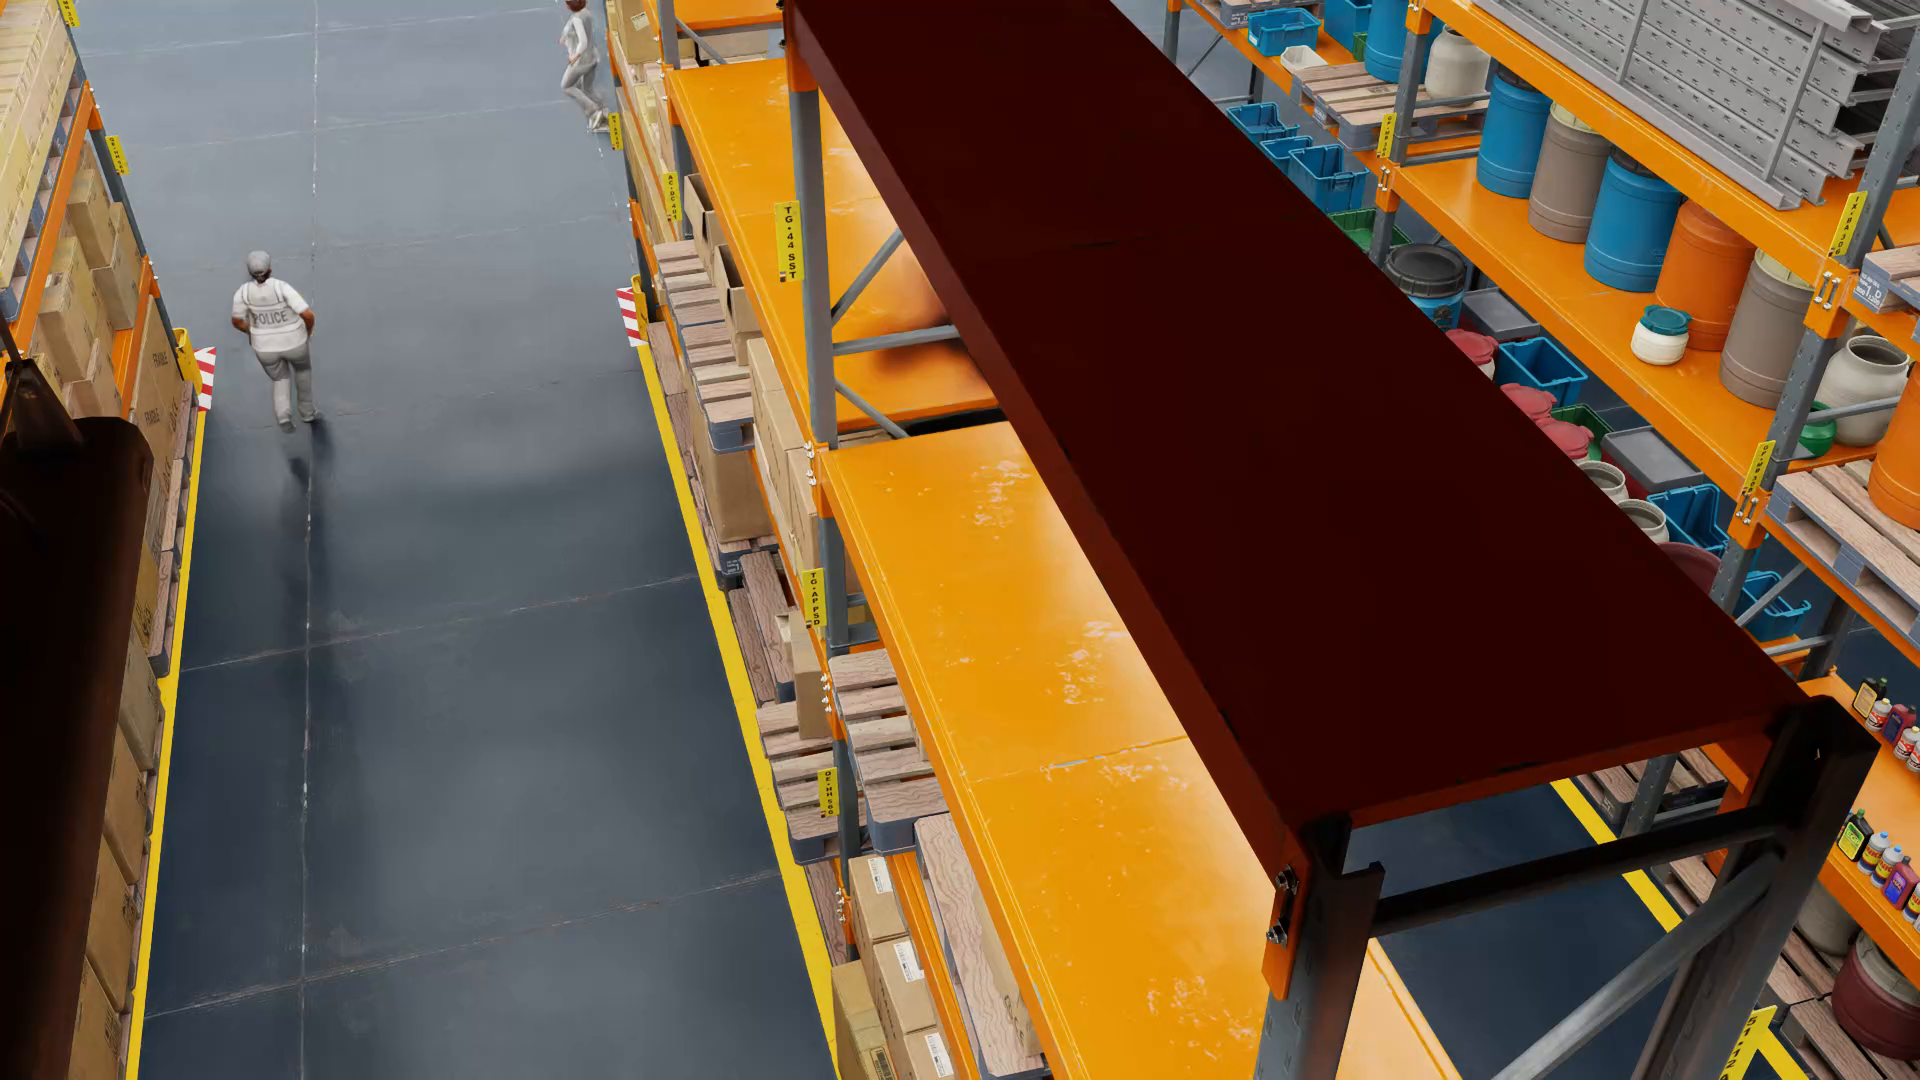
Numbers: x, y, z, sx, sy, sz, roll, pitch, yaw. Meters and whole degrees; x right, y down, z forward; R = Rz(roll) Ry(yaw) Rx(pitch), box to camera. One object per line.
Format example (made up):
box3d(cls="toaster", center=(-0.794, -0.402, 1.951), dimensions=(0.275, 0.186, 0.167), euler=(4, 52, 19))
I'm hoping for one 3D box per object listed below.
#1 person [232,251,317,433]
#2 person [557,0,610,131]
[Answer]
box3d(cls="person", center=(-5.515, -1.571, 13.523), dimensions=(0.630, 1.652, 0.729), euler=(-9, 39, -11))
box3d(cls="person", center=(-4.141, -5.222, 18.139), dimensions=(0.586, 1.558, 0.508), euler=(9, 39, 12))
